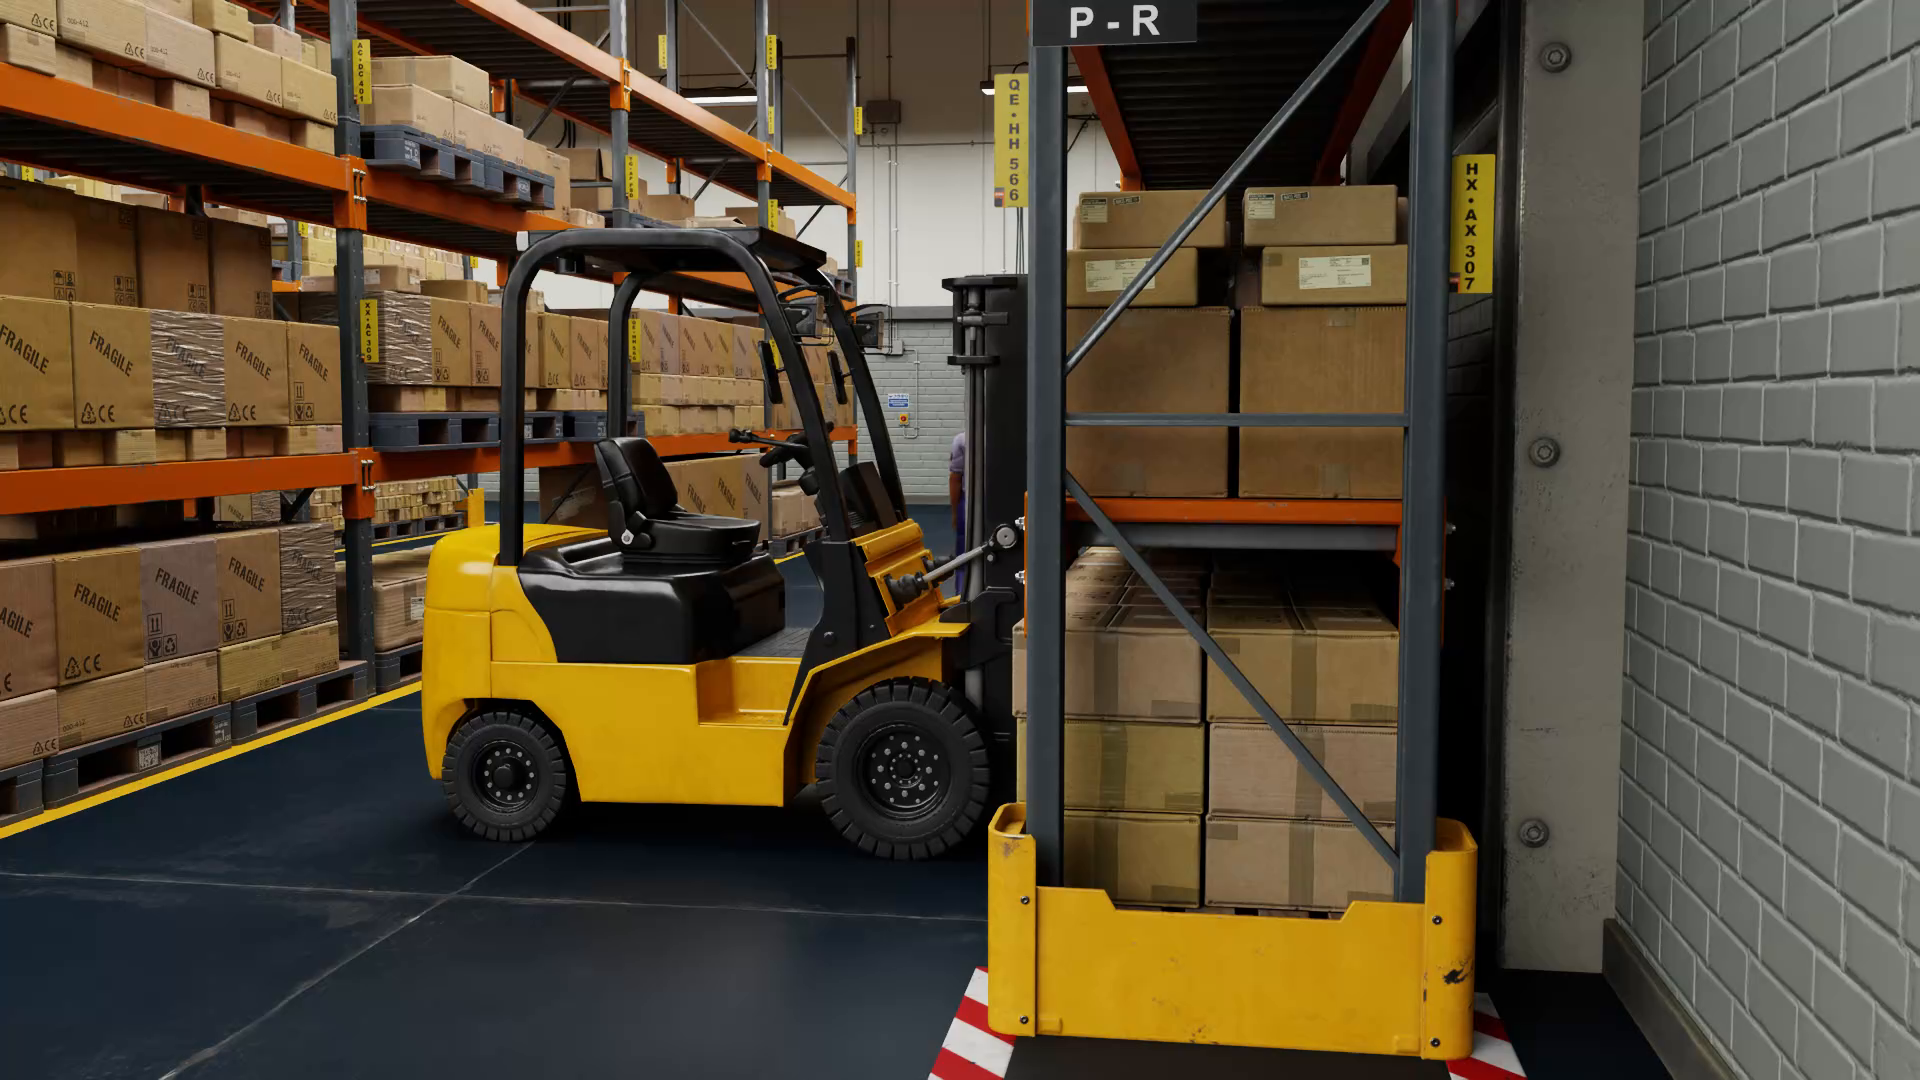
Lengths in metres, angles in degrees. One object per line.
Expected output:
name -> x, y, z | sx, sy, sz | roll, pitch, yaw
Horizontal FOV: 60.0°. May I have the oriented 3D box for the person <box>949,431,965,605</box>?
person -> 0.164, -0.157, 10.844 | 0.480, 1.608, 0.836 | 0, 5, 6
